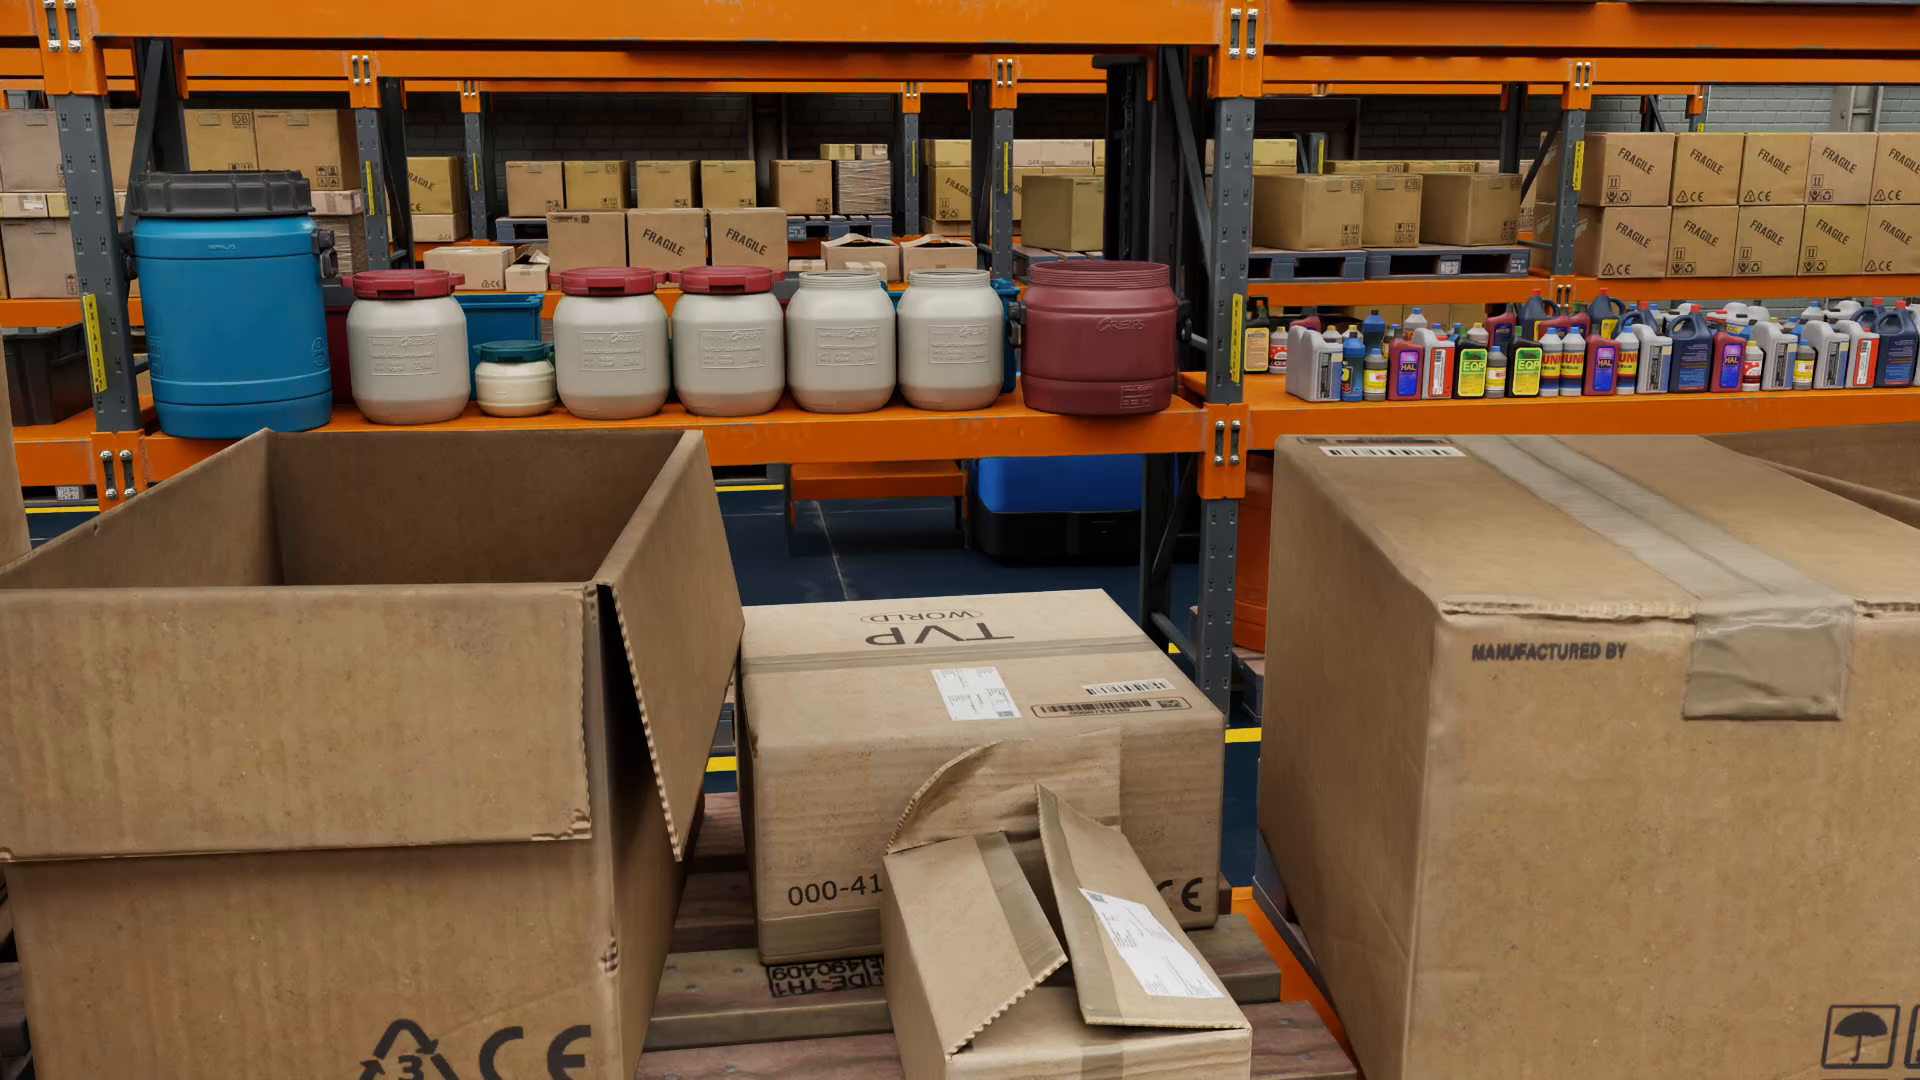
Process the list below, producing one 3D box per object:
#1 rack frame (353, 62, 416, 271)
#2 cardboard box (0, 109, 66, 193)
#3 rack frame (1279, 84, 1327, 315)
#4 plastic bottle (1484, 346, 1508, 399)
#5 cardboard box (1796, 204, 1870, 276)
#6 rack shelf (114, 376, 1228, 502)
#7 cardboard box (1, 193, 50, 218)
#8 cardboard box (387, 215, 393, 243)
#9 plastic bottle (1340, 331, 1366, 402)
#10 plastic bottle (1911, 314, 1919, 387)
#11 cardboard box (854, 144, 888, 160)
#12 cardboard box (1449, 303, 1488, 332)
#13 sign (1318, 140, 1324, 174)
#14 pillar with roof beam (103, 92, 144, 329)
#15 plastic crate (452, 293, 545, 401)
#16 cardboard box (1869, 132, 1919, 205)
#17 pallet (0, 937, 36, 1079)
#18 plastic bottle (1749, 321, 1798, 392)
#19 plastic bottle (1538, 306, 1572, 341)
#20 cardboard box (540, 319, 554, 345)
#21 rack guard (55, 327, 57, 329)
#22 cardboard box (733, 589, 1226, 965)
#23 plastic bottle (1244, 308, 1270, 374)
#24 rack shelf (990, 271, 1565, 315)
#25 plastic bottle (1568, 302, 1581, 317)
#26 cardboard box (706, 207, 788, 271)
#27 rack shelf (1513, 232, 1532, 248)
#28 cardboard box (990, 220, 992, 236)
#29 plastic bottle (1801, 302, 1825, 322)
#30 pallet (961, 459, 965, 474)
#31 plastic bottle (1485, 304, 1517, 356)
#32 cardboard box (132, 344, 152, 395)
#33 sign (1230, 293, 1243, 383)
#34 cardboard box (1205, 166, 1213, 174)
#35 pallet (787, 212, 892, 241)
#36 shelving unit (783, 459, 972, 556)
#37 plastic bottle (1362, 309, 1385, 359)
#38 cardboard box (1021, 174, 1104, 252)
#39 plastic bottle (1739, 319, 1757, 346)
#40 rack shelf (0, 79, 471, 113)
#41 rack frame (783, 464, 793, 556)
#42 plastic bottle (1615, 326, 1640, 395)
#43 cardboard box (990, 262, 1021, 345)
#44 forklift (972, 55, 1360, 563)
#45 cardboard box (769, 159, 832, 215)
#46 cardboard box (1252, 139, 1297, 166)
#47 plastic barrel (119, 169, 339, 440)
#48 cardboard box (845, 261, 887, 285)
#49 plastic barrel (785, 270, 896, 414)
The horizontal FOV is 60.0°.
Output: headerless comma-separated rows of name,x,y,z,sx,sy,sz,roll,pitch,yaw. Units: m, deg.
rack frame,-3.742,-1.857,10.961,0.127,3.000,1.000,-2,14,-8
cardboard box,-5.669,-2.463,10.503,0.500,0.500,0.700,-2,14,-8
rack frame,3.427,-3.339,16.868,0.127,3.000,1.000,-2,14,-8
plastic bottle,2.131,-0.671,6.641,0.097,0.201,0.097,0,14,0
cardboard box,6.217,-2.204,12.140,0.500,0.500,0.500,-2,14,-9
rack shelf,-1.030,-0.389,6.586,4.000,0.370,1.077,-2,14,-8
cardboard box,-5.757,-2.093,10.364,0.250,0.149,0.380,-2,14,-8
cardboard box,-5.401,-2.880,15.305,0.500,0.250,0.500,-2,14,-8
plastic bottle,1.542,-0.684,6.546,0.097,0.271,0.097,0,14,0
plastic bottle,4.042,-0.820,6.925,0.185,0.351,0.144,-2,14,-8
cardboard box,-0.865,-3.750,16.067,0.250,0.149,0.380,-4,15,-16
cardboard box,5.187,-2.368,17.272,0.500,0.500,0.700,-2,14,-7
sign,3.517,-3.732,16.218,0.005,0.325,0.100,-2,14,-8
pillar with roof beam,-7.235,-5.012,11.206,0.400,9.000,9.100,-2,14,-8
plastic crate,-1.964,-0.773,6.670,0.575,0.384,0.392,-2,14,-8
cardboard box,6.713,-2.705,12.080,0.500,0.500,0.500,-2,14,-7
pallet,-1.493,0.626,1.453,1.213,0.211,1.003,-2,14,-8
plastic bottle,3.339,-0.759,6.835,0.135,0.276,0.152,-2,14,-8
plastic bottle,2.618,-0.885,7.323,0.133,0.283,0.061,-2,14,-8
cardboard box,-3.759,-2.080,16.085,0.500,0.500,0.700,-2,14,-6
rack guard,-8.364,-1.694,15.449,0.348,0.500,1.175,-2,14,-8
cardboard box,-0.006,0.255,1.983,0.500,0.250,0.500,-3,14,-10
plastic bottle,1.284,-0.871,7.270,0.133,0.283,0.061,-2,14,-8
rack shelf,2.191,-1.726,11.916,4.000,0.370,1.077,-2,14,-8
plastic bottle,2.729,-0.924,7.481,0.133,0.283,0.061,-2,14,-8
cardboard box,-1.444,-1.986,11.269,0.500,0.500,0.500,-3,14,-11
rack shelf,5.404,-3.062,17.245,4.000,0.370,1.077,-2,14,-8
cardboard box,0.357,-3.034,16.129,0.250,0.149,0.380,-2,14,-7
plastic bottle,3.908,-0.957,7.637,0.097,0.271,0.097,0,14,0
pallet,-0.607,-0.629,11.797,1.213,0.211,1.003,-2,14,-8
plastic bottle,2.414,-0.913,7.435,0.133,0.283,0.061,-2,14,-8
cardboard box,-5.158,-0.987,10.740,0.500,0.500,0.500,-2,14,-8
sign,1.036,-0.758,6.241,0.005,0.325,0.100,-2,14,-8
cardboard box,2.505,-3.443,16.426,0.500,0.500,0.500,-2,14,-8
pallet,-1.217,-3.049,16.108,1.003,0.211,1.213,-2,14,-8
shelving unit,-0.485,-0.533,9.535,1.048,1.125,0.538,-2,14,-7
plastic bottle,1.821,-0.881,7.332,0.097,0.271,0.097,0,14,0
cardboard box,0.819,-2.304,11.675,0.500,0.500,0.700,-7,16,-27
plastic bottle,3.302,-0.786,6.953,0.097,0.271,0.097,0,14,0
rack shelf,-6.462,-4.082,15.146,4.000,0.370,1.077,-2,14,-8
rack frame,-0.989,-0.517,9.471,0.032,1.125,0.500,-2,14,-7
plastic bottle,2.684,-0.726,6.713,0.097,0.271,0.097,0,14,0
cardboard box,0.218,-2.350,16.481,0.750,0.750,0.750,-2,14,-9
forklift,1.585,-1.436,9.422,3.031,2.935,1.130,-2,14,-7
cardboard box,-1.540,-3.409,16.040,0.500,0.500,0.700,-3,14,-14
cardboard box,3.003,-3.826,16.413,0.500,0.250,0.500,-2,14,-7
plastic barrel,-2.581,-0.850,5.914,0.708,0.901,0.600,-2,14,-8
cardboard box,-0.635,-1.781,11.175,0.250,0.149,0.380,-2,14,-8
plastic barrel,-0.455,-0.761,6.360,0.421,0.512,0.421,0,14,0
